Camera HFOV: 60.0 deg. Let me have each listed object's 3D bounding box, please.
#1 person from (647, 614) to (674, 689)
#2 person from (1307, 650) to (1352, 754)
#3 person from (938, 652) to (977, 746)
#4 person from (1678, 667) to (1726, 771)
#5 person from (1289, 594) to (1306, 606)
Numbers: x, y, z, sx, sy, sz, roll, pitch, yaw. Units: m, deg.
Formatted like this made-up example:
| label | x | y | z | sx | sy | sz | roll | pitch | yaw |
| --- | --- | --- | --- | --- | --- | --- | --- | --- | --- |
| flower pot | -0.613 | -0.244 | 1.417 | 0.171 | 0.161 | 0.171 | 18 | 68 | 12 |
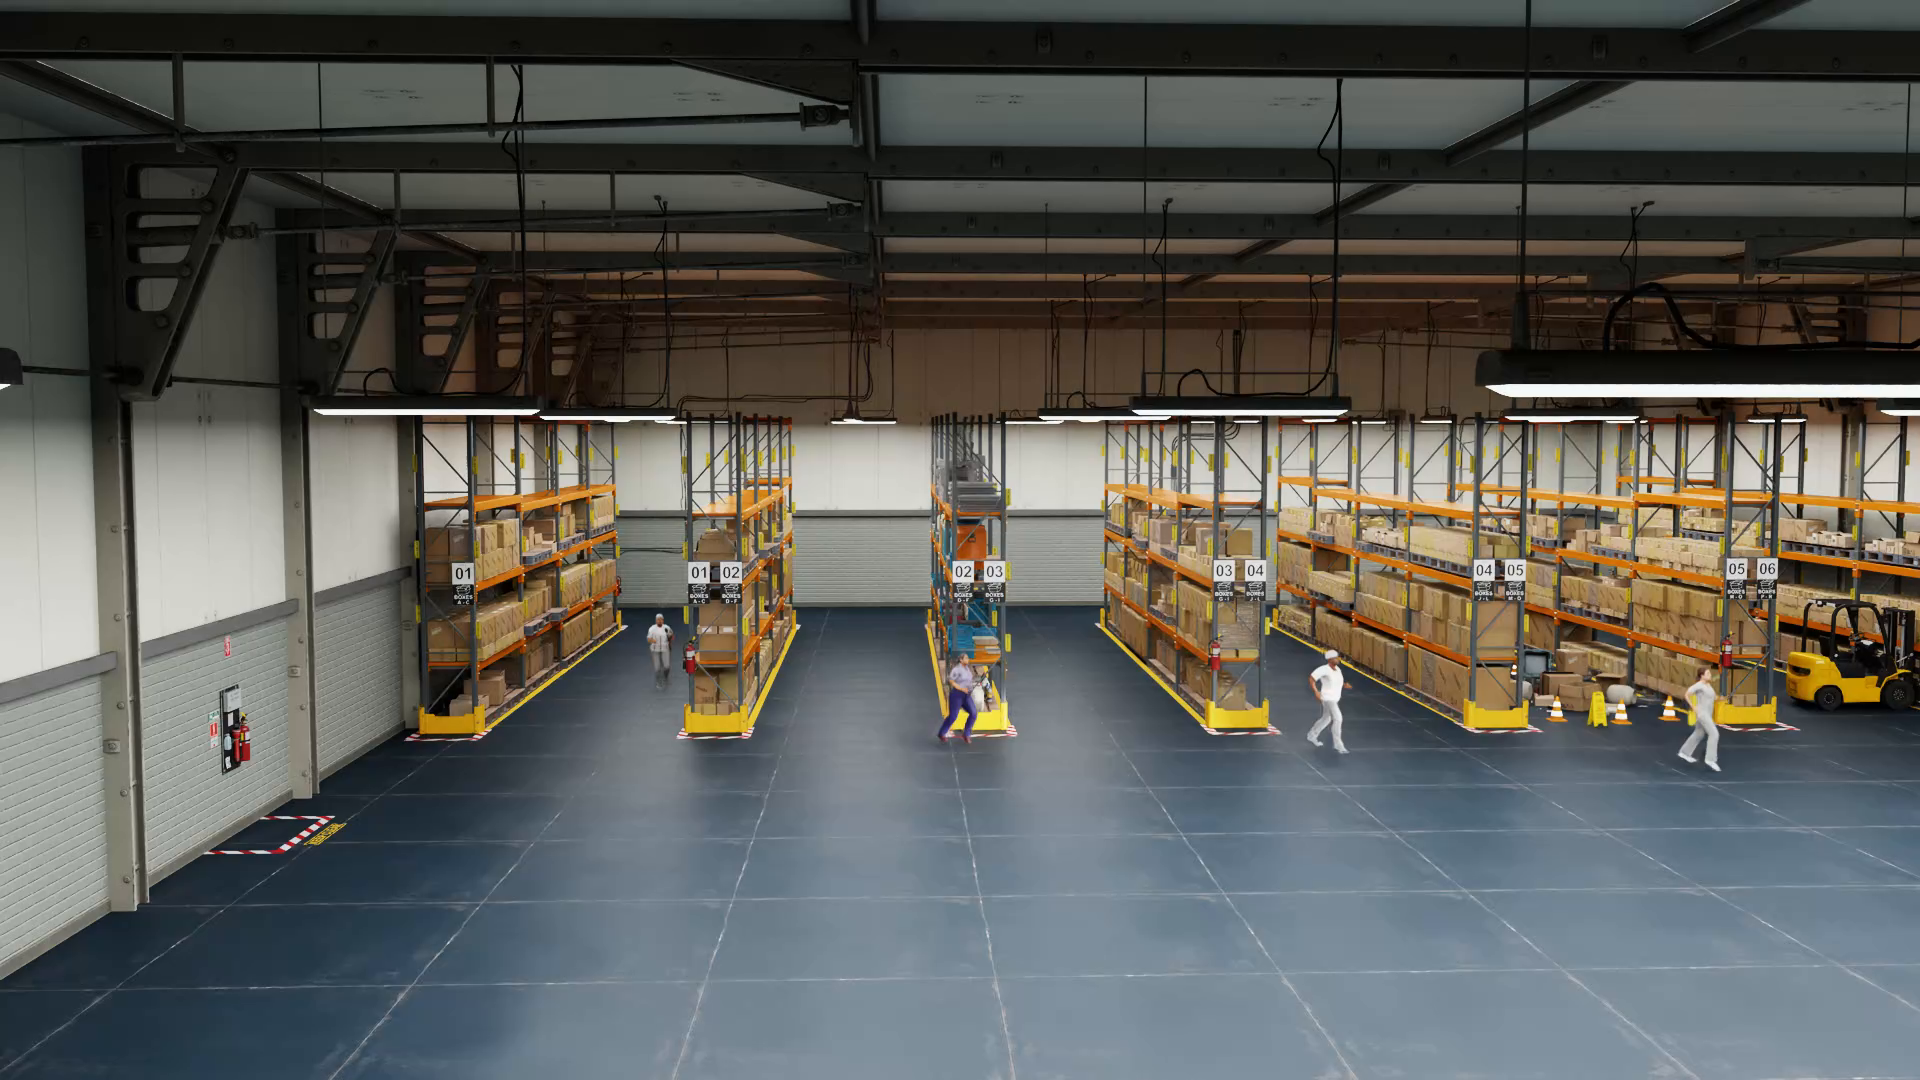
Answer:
| label | x | y | z | sx | sy | sz | roll | pitch | yaw |
| --- | --- | --- | --- | --- | --- | --- | --- | --- | --- |
| person | -6.513 | 2.441 | 36.205 | 0.588 | 1.656 | 0.603 | -1 | 4 | -13 |
| person | 6.534 | 2.838 | 29.406 | 0.848 | 1.808 | 0.685 | 3 | 5 | 34 |
| person | 0.011 | 2.880 | 30.154 | 0.689 | 1.652 | 0.661 | 3 | 5 | 40 |
| person | 12.460 | 2.982 | 27.933 | 0.770 | 1.725 | 0.538 | 3 | 5 | 40 |
| person | 10.030 | 1.566 | 49.099 | 0.645 | 1.693 | 0.670 | 3 | 5 | 38 |
